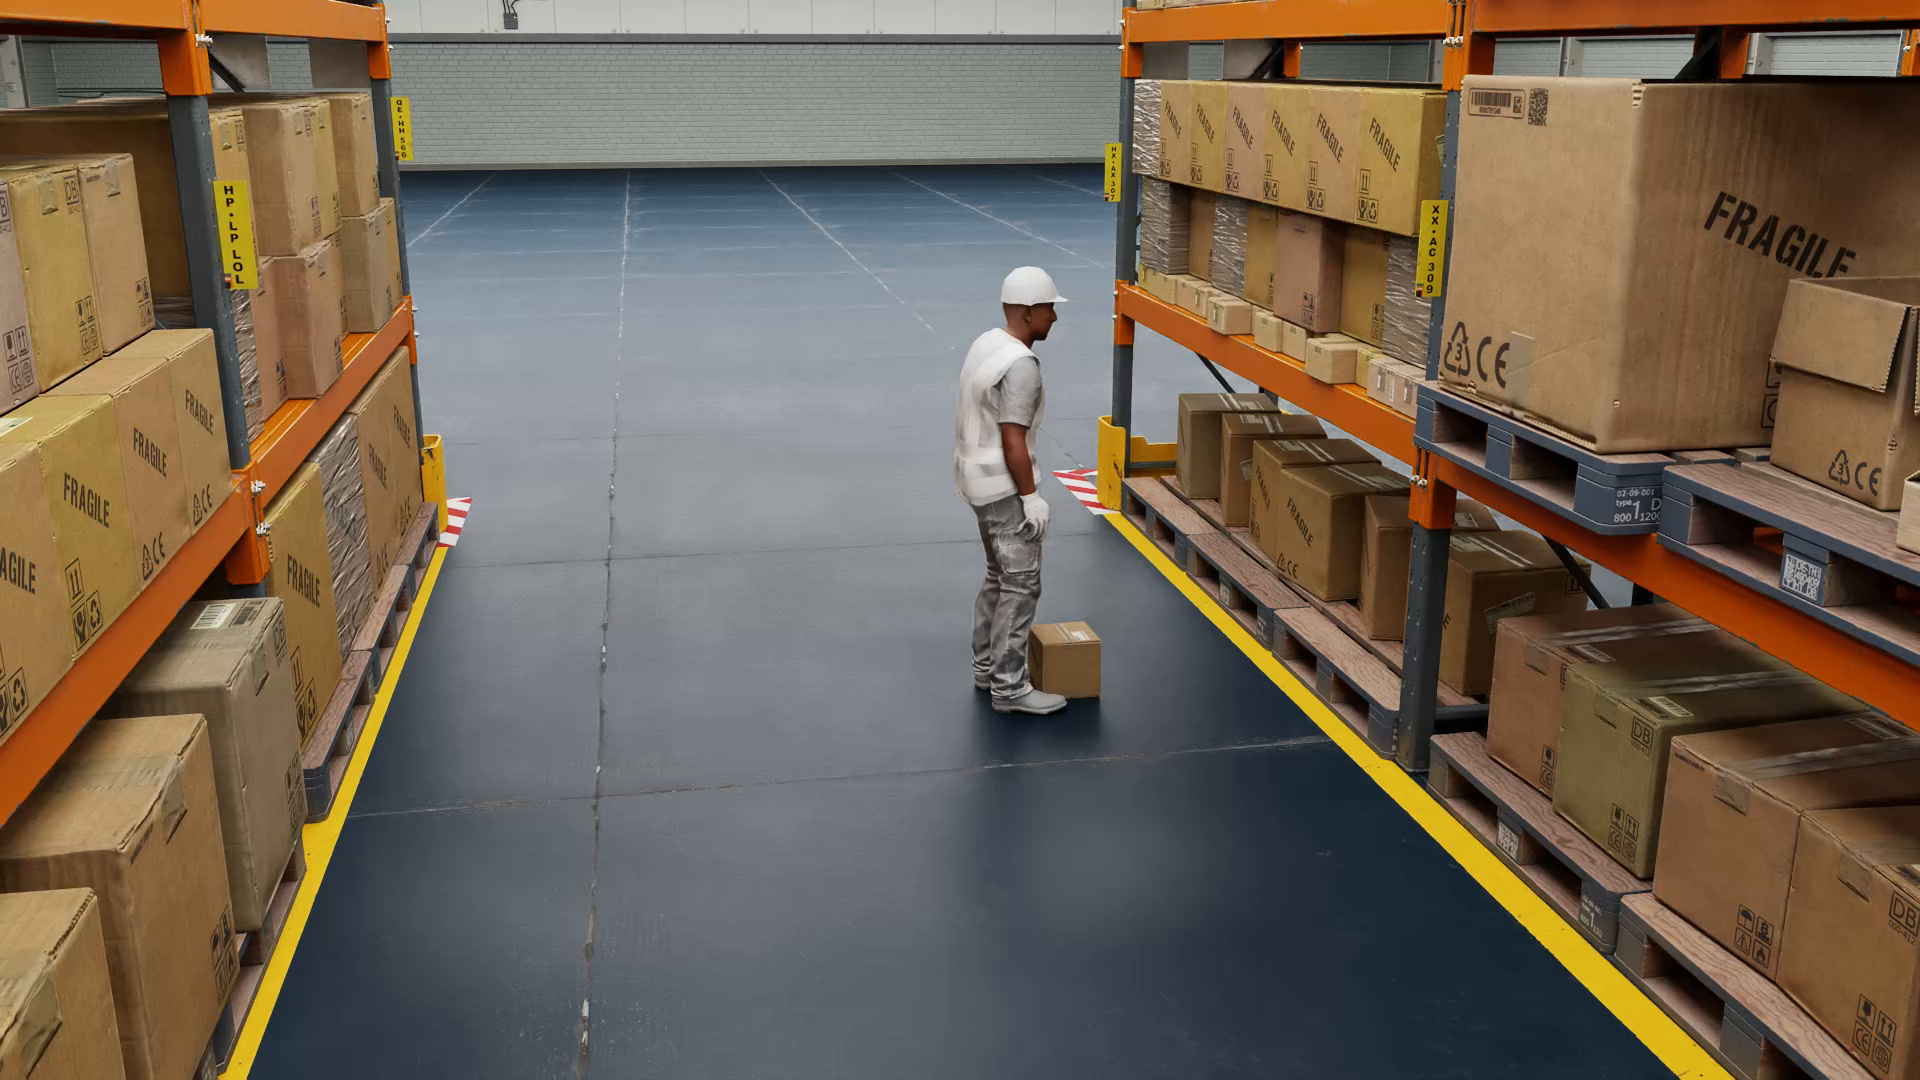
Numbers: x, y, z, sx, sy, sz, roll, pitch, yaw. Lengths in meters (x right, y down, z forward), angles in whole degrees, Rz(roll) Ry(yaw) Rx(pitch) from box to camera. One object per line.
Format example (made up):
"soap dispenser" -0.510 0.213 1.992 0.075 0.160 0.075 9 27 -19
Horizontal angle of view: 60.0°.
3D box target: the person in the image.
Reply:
"person" 0.212 -0.206 6.723 0.446 1.774 0.619 -3 16 -10
